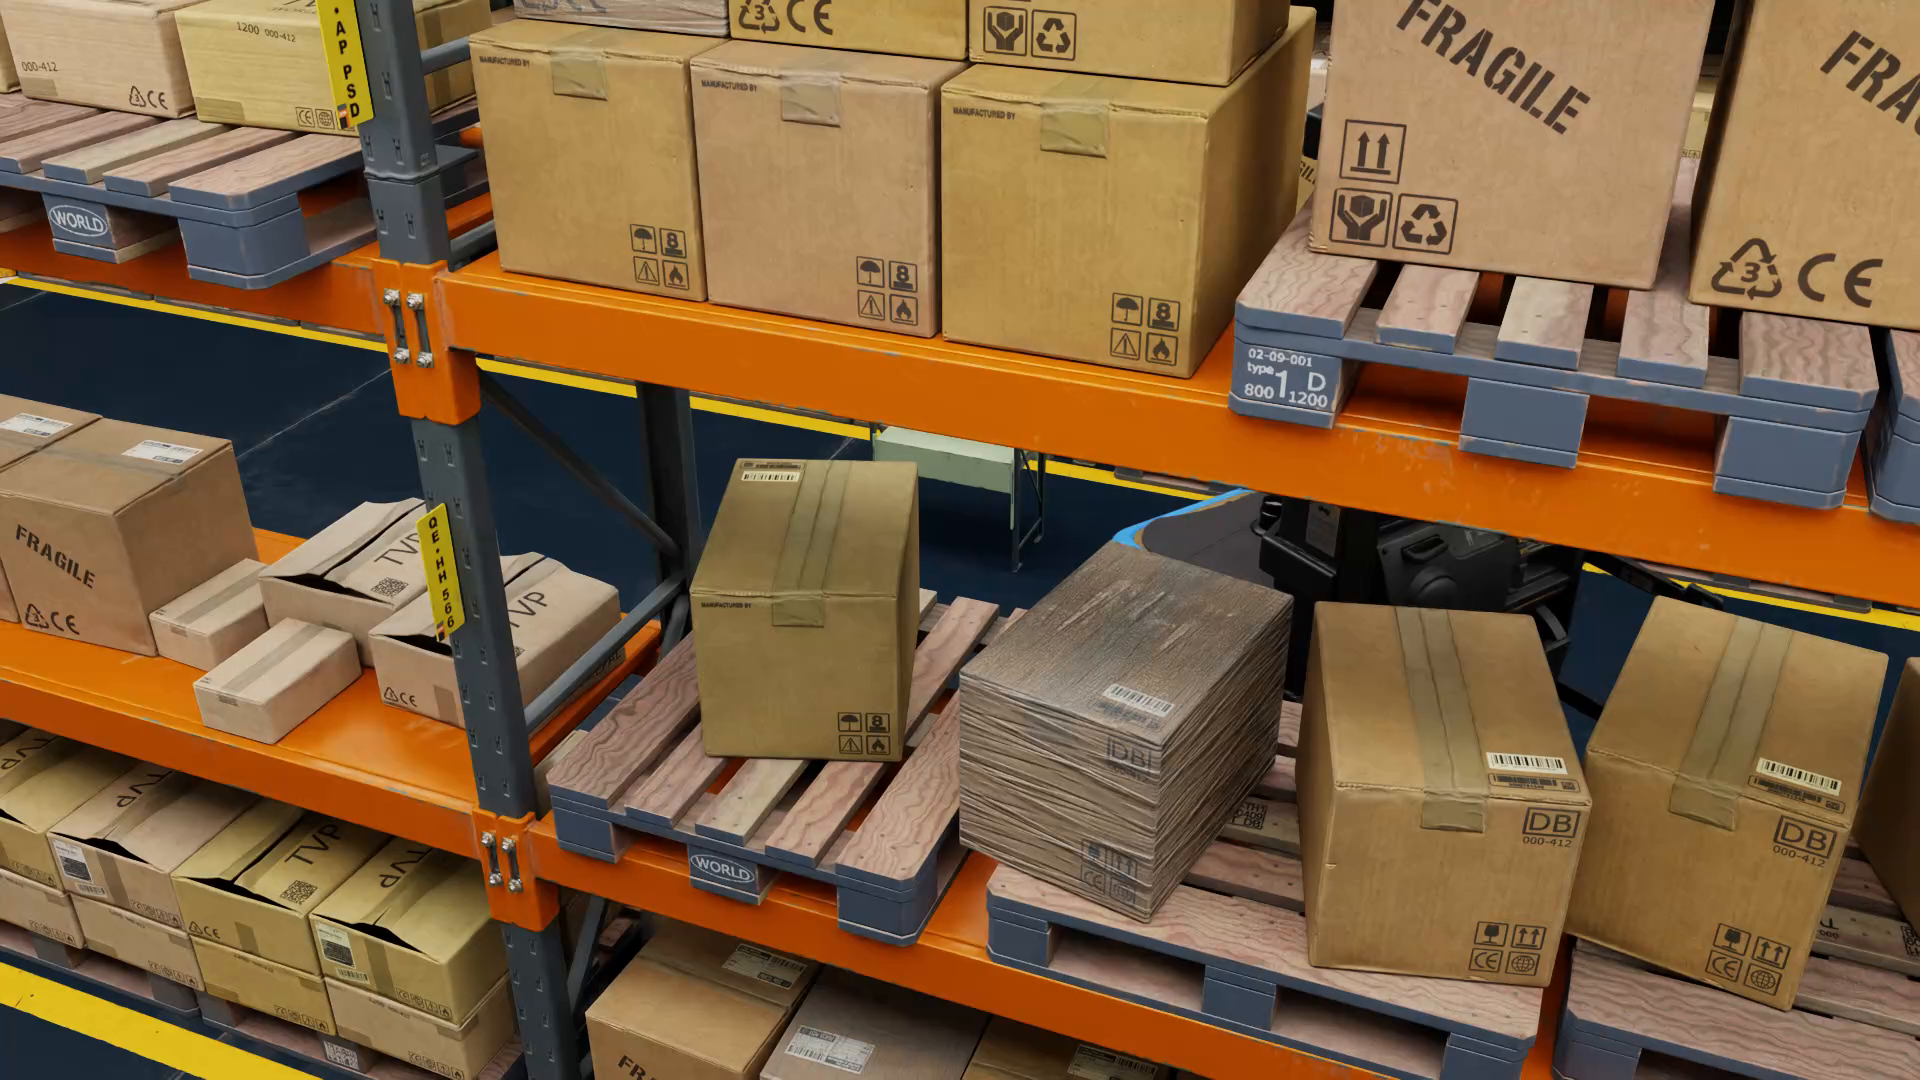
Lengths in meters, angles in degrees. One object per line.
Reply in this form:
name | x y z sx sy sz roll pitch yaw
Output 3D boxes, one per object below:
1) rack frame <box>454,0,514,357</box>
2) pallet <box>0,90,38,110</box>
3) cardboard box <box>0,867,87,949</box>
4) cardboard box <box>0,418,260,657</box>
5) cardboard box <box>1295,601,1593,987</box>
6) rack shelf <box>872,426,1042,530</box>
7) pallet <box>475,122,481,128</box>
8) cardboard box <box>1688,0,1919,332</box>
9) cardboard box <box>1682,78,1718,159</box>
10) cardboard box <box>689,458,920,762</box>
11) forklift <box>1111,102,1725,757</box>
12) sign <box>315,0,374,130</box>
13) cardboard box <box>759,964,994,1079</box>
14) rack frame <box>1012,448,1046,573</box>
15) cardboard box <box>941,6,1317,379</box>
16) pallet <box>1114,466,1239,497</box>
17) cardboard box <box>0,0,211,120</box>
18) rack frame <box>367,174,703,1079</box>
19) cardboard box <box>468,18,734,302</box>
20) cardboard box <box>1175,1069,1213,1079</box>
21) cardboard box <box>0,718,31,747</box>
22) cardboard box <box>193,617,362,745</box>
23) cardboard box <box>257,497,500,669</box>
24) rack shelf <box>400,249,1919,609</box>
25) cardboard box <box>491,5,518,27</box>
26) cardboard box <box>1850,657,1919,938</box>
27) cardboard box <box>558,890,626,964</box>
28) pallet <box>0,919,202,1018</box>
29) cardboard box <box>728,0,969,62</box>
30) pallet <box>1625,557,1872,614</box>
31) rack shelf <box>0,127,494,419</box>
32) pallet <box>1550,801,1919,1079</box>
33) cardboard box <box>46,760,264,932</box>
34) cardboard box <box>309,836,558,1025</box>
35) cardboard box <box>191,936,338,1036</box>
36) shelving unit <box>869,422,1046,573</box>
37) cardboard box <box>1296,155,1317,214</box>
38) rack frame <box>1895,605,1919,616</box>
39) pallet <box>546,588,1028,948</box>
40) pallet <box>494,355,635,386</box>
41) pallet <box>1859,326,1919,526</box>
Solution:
rack frame | -2.854 -2.671 9.927 0.127 3.000 1.000 11 31 19
pallet | -2.706 -1.185 4.442 1.213 0.211 1.003 13 32 21
cardboard box | -3.007 1.075 5.668 0.500 0.250 0.500 12 32 20
cardboard box | -2.568 -0.018 5.131 0.500 0.500 0.500 10 31 16
cardboard box | 1.040 0.544 3.711 0.500 0.500 0.700 4 30 6
rack shelf | -0.006 -0.370 8.044 0.720 0.370 0.431 11 31 19
pallet | -2.201 -2.379 9.606 1.213 0.211 1.003 11 31 19
cardboard box | 1.633 -0.747 2.845 0.600 0.600 0.600 11 31 19
cardboard box | 3.087 -1.862 7.309 0.500 0.250 0.500 12 32 20
cardboard box | -0.381 0.167 4.377 0.500 0.500 0.700 1 30 2
forklift | 1.775 0.100 5.094 1.130 2.935 3.031 -18 34 -29
sign | -1.223 -0.985 3.290 0.005 0.325 0.100 11 31 19
cardboard box | -0.205 1.534 4.581 0.500 0.500 0.500 10 31 17
rack frame | 0.333 -0.586 7.763 0.023 1.500 0.400 11 31 19
cardboard box | 0.365 -0.765 3.405 0.500 0.500 0.910 11 31 19
pallet | 1.555 -0.536 8.985 1.213 0.211 1.003 11 31 19
cardboard box | -1.941 -1.242 4.076 0.500 0.250 0.500 12 32 20
rack frame | -1.007 0.329 4.620 0.127 3.000 1.000 11 31 19
cardboard box | -0.590 -0.955 3.742 0.500 0.500 0.910 11 31 19
cardboard box | 0.743 1.723 4.246 0.500 0.500 0.500 10 31 17
cardboard box | -3.482 0.739 5.692 0.500 0.311 0.500 10 31 17
cardboard box | -1.944 0.398 4.753 0.250 0.149 0.380 11 31 19
cardboard box | -1.763 0.114 5.091 0.500 0.311 0.500 11 31 19
rack shelf | 0.847 -0.294 3.404 4.000 0.370 1.077 11 31 19
cardboard box | -2.395 -2.796 9.600 0.500 0.500 0.700 11 31 19
cardboard box | 2.345 0.653 3.518 0.500 0.500 0.700 1 30 2
cardboard box | -1.381 1.112 5.602 0.500 0.250 0.500 11 31 19
pallet | -2.881 1.146 6.008 1.213 0.211 1.003 11 31 19
cardboard box | -0.132 -1.278 3.296 0.500 0.500 0.500 11 31 19
pallet | 3.816 -0.085 8.186 1.213 0.211 1.003 11 31 19
rack shelf | -2.860 -1.034 4.714 4.000 0.370 1.077 11 31 19
pallet | 2.000 0.955 3.708 1.213 0.211 1.003 11 31 19
cardboard box | -2.535 0.926 5.360 0.500 0.311 0.500 11 31 19
cardboard box | -1.585 1.114 5.028 0.500 0.311 0.500 12 32 20
cardboard box | -2.065 1.263 5.335 0.500 0.250 0.500 11 31 19
shelving unit | -0.006 -0.654 7.883 0.755 1.500 0.431 11 31 19
cardboard box | 1.688 -1.805 7.970 0.500 0.500 0.500 12 32 21
rack frame | 4.559 -1.191 7.308 0.127 3.000 1.000 11 31 19
pallet | -0.352 0.506 4.502 1.003 0.211 1.213 11 31 19
pallet | -2.132 -1.313 10.359 1.213 0.211 1.003 11 31 19
pallet | 2.122 -0.308 2.889 1.003 0.211 1.213 11 31 19
